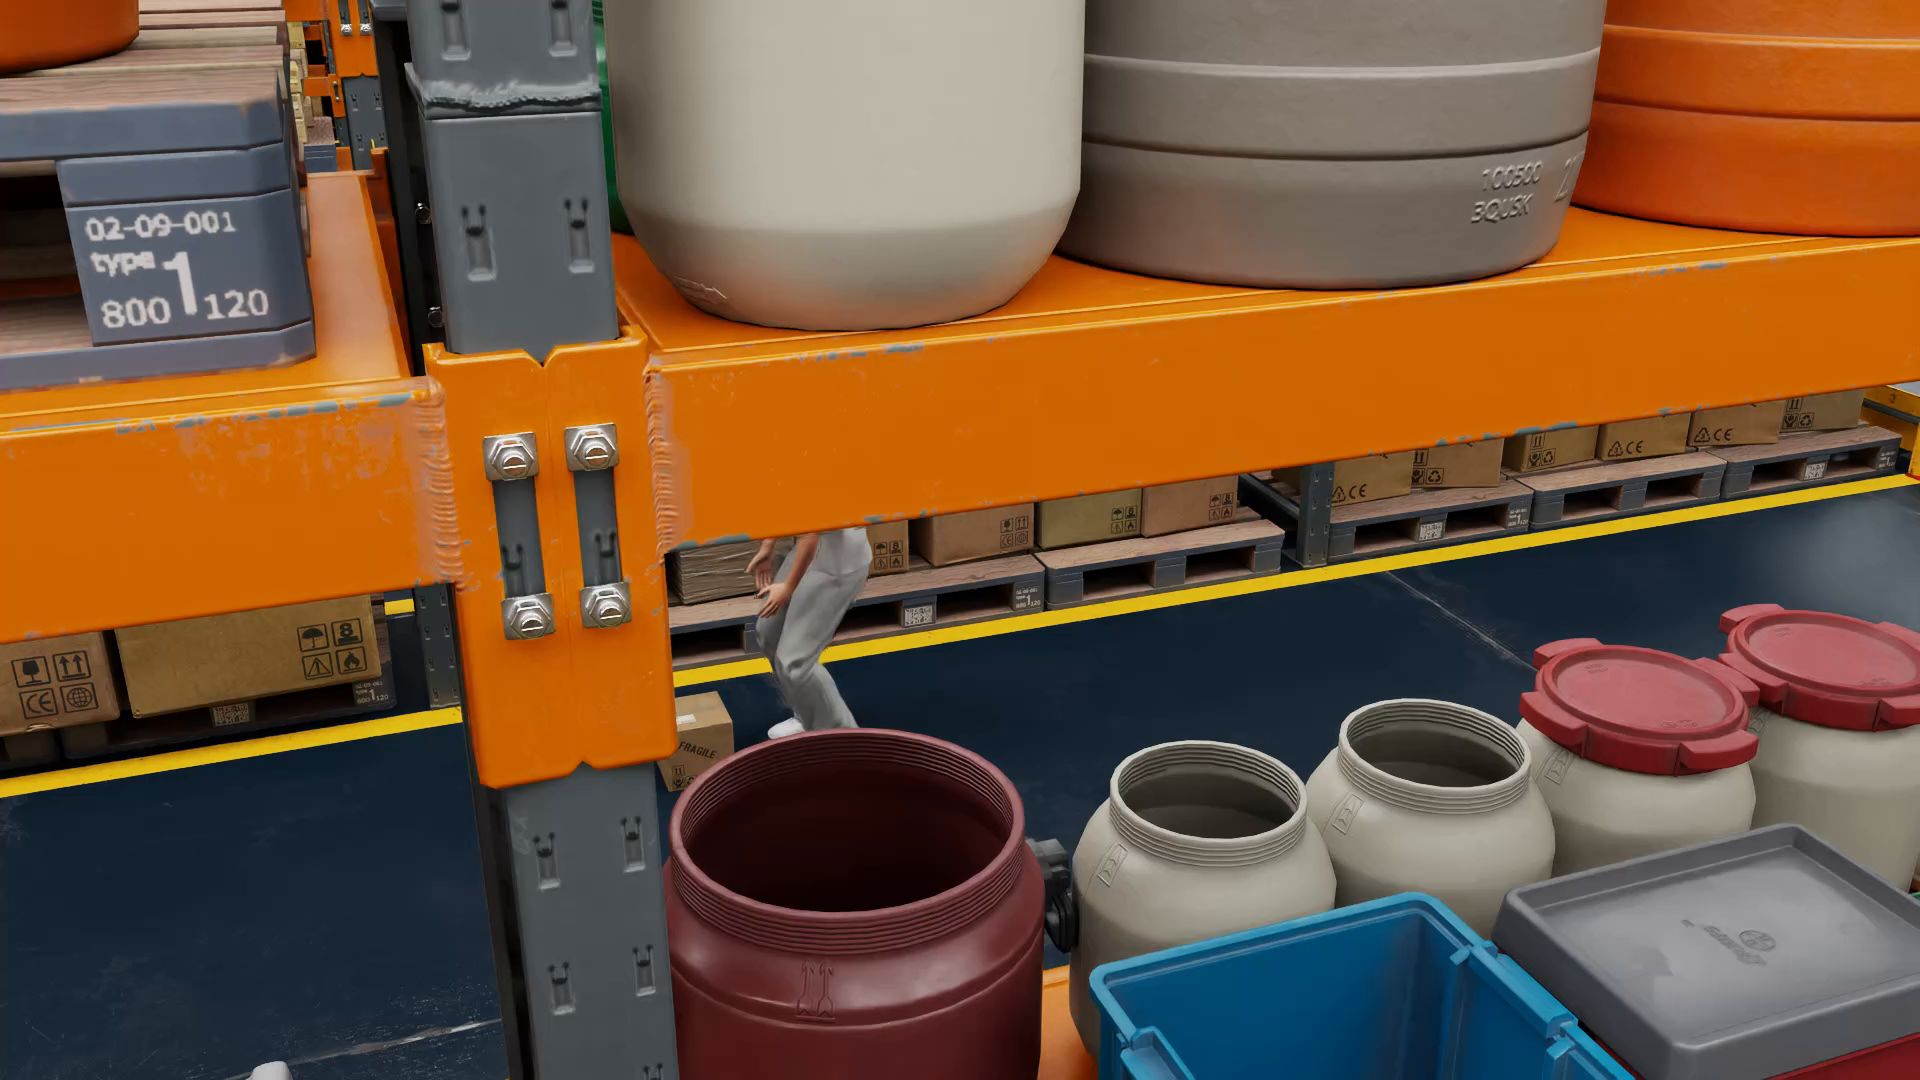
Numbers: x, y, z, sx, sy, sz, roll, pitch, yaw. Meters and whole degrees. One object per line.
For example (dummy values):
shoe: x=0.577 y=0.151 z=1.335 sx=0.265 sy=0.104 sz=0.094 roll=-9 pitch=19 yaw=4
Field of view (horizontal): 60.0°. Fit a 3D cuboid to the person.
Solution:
person: x=-0.562 y=0.096 z=6.031 sx=0.489 sy=1.556 sz=0.478 roll=-8 pitch=24 yaw=-18
